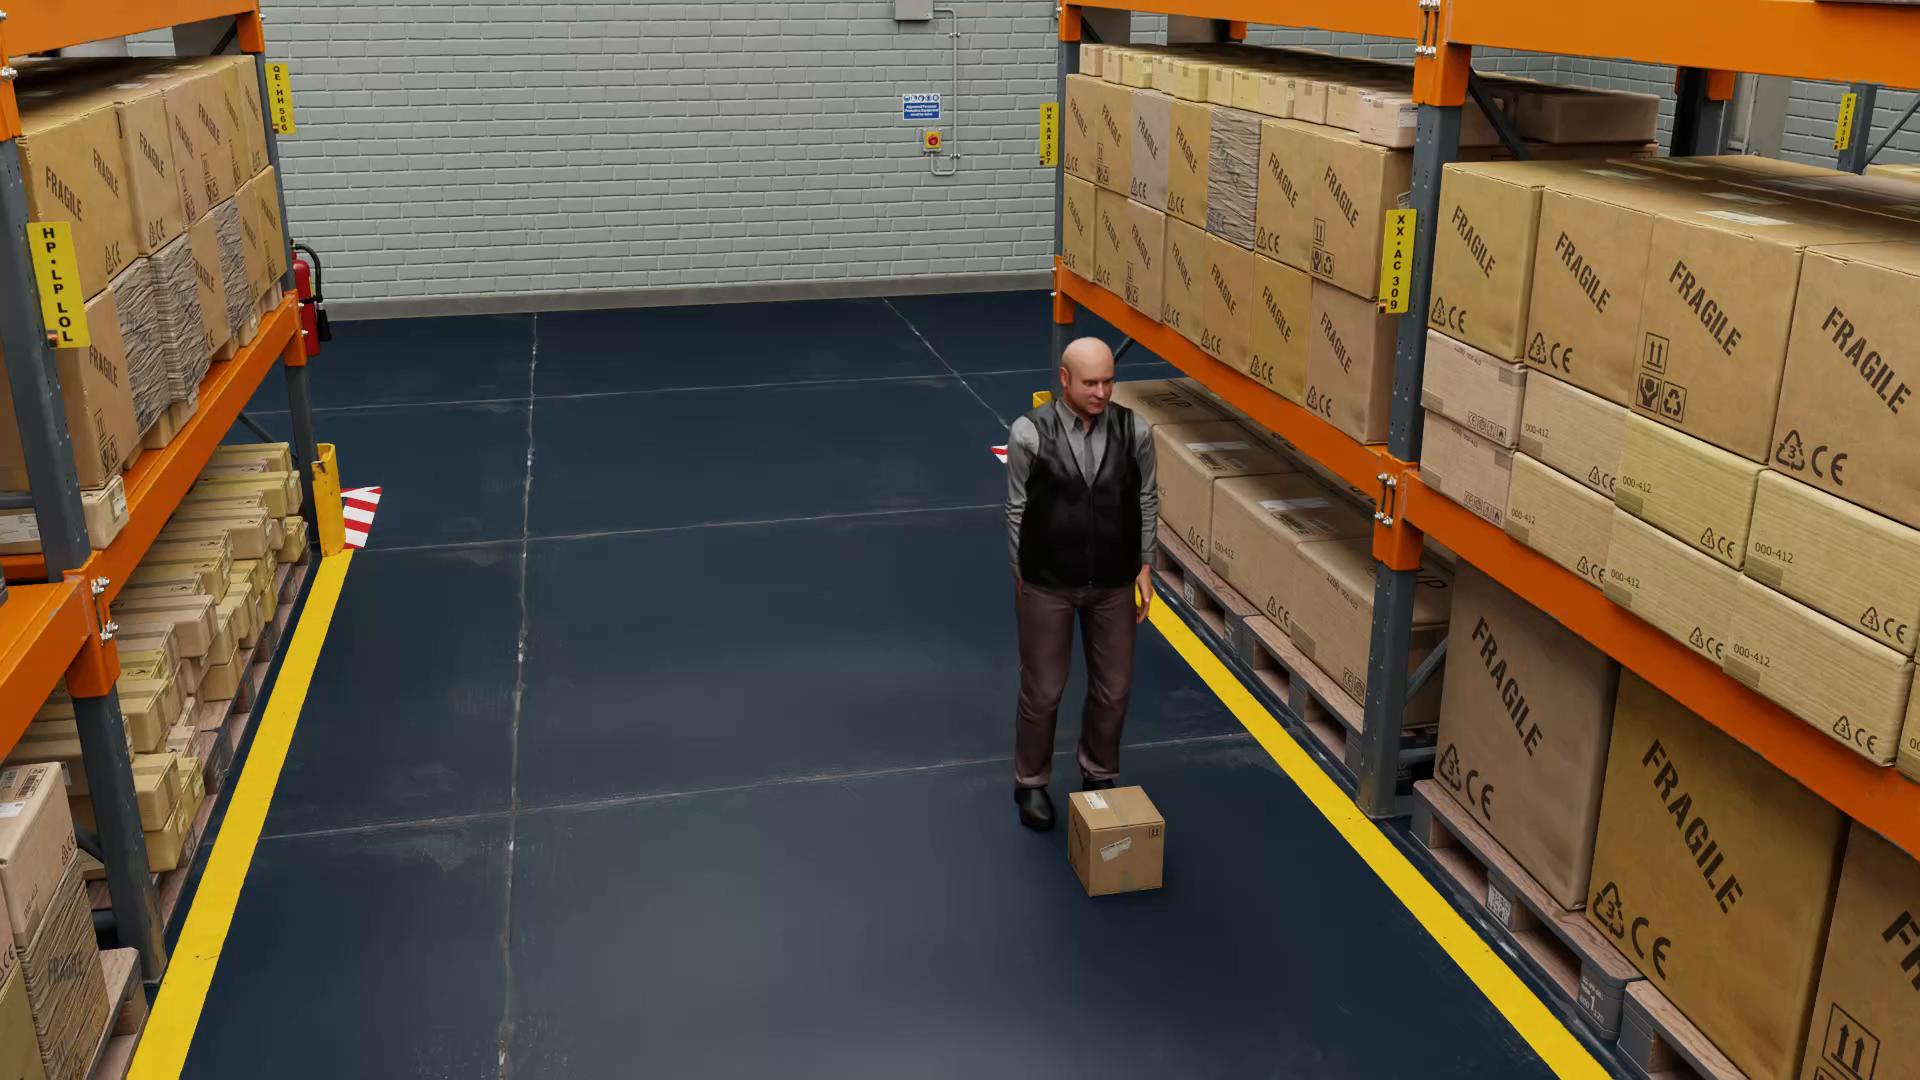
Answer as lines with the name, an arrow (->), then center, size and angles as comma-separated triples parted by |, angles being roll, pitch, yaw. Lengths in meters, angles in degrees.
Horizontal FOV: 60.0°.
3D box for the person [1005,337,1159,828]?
person -> 0.420, 0.148, 5.708 | 0.534, 1.714, 0.357 | -4, 20, -11
